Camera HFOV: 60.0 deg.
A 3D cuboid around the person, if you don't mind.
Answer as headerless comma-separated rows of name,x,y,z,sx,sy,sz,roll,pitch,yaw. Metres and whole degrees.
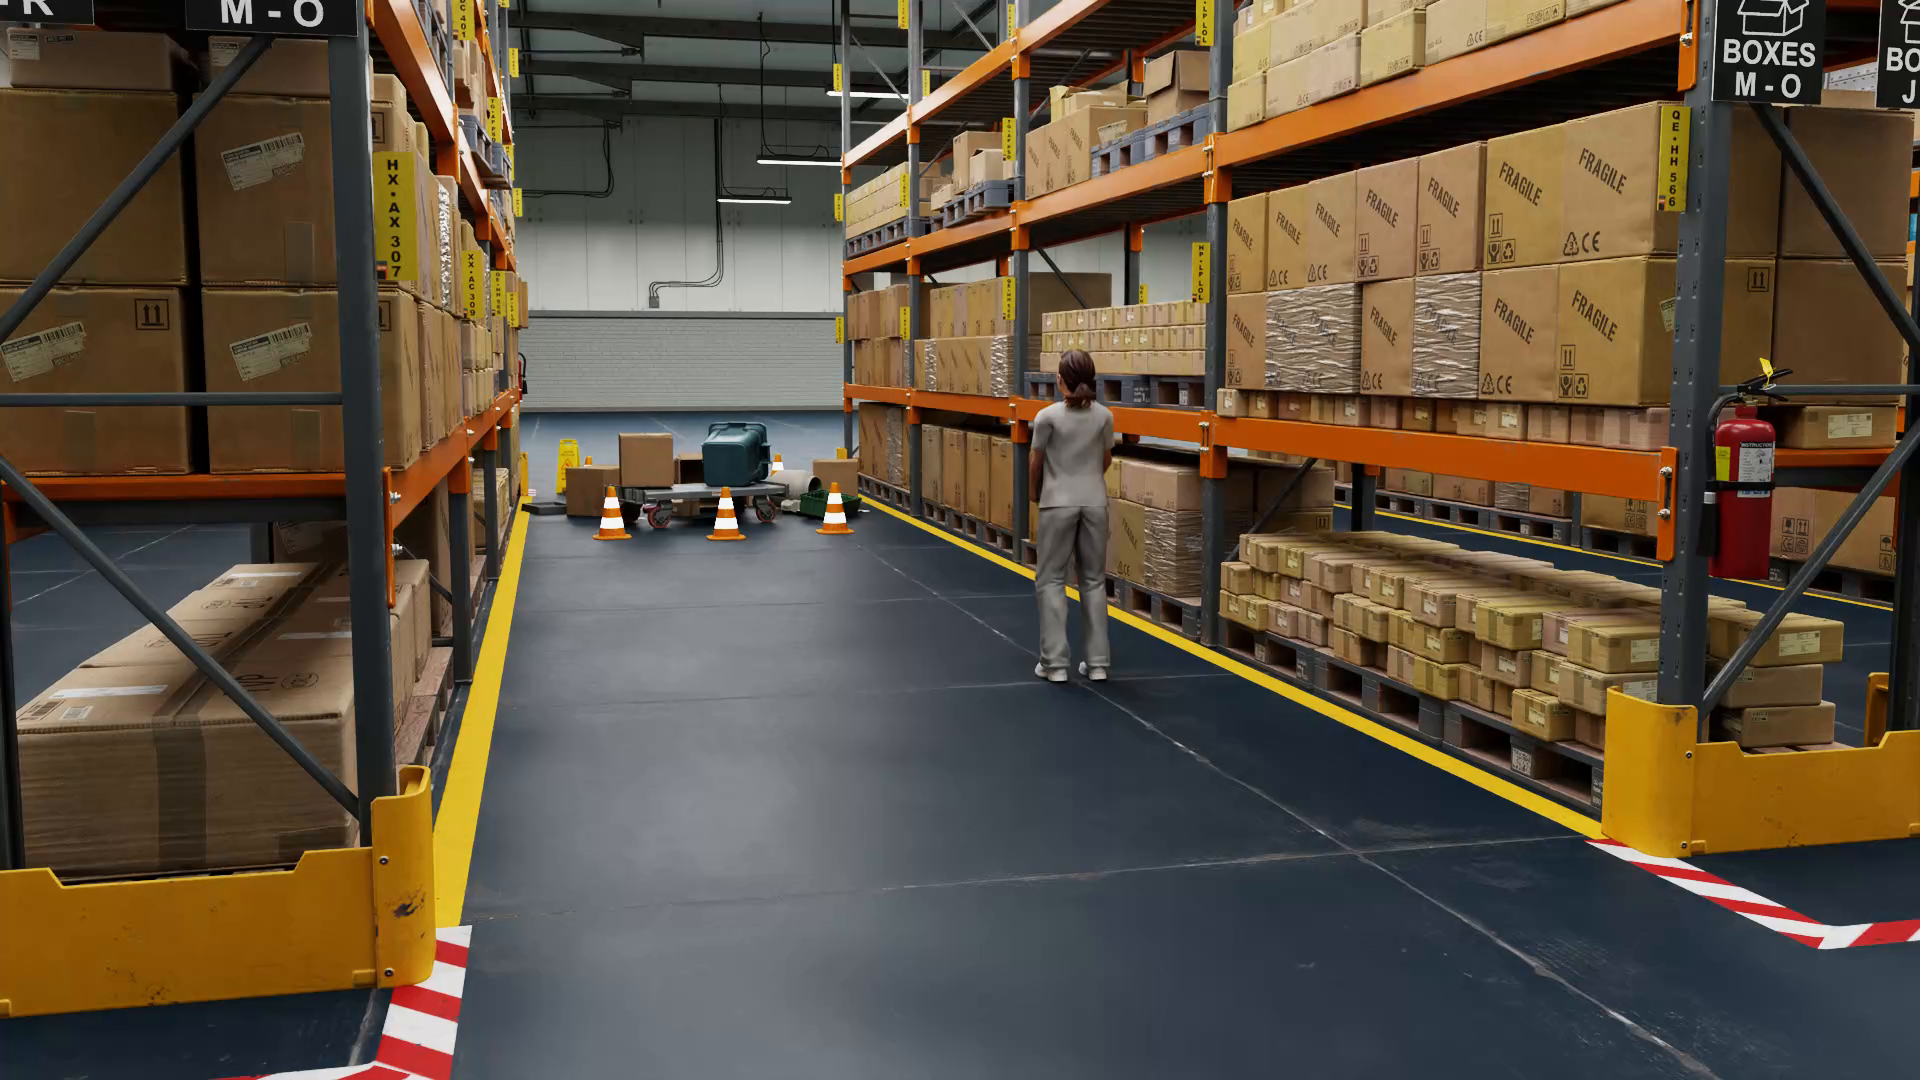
person,0.553,-0.130,8.401,0.436,1.662,0.554,-1,6,-13
